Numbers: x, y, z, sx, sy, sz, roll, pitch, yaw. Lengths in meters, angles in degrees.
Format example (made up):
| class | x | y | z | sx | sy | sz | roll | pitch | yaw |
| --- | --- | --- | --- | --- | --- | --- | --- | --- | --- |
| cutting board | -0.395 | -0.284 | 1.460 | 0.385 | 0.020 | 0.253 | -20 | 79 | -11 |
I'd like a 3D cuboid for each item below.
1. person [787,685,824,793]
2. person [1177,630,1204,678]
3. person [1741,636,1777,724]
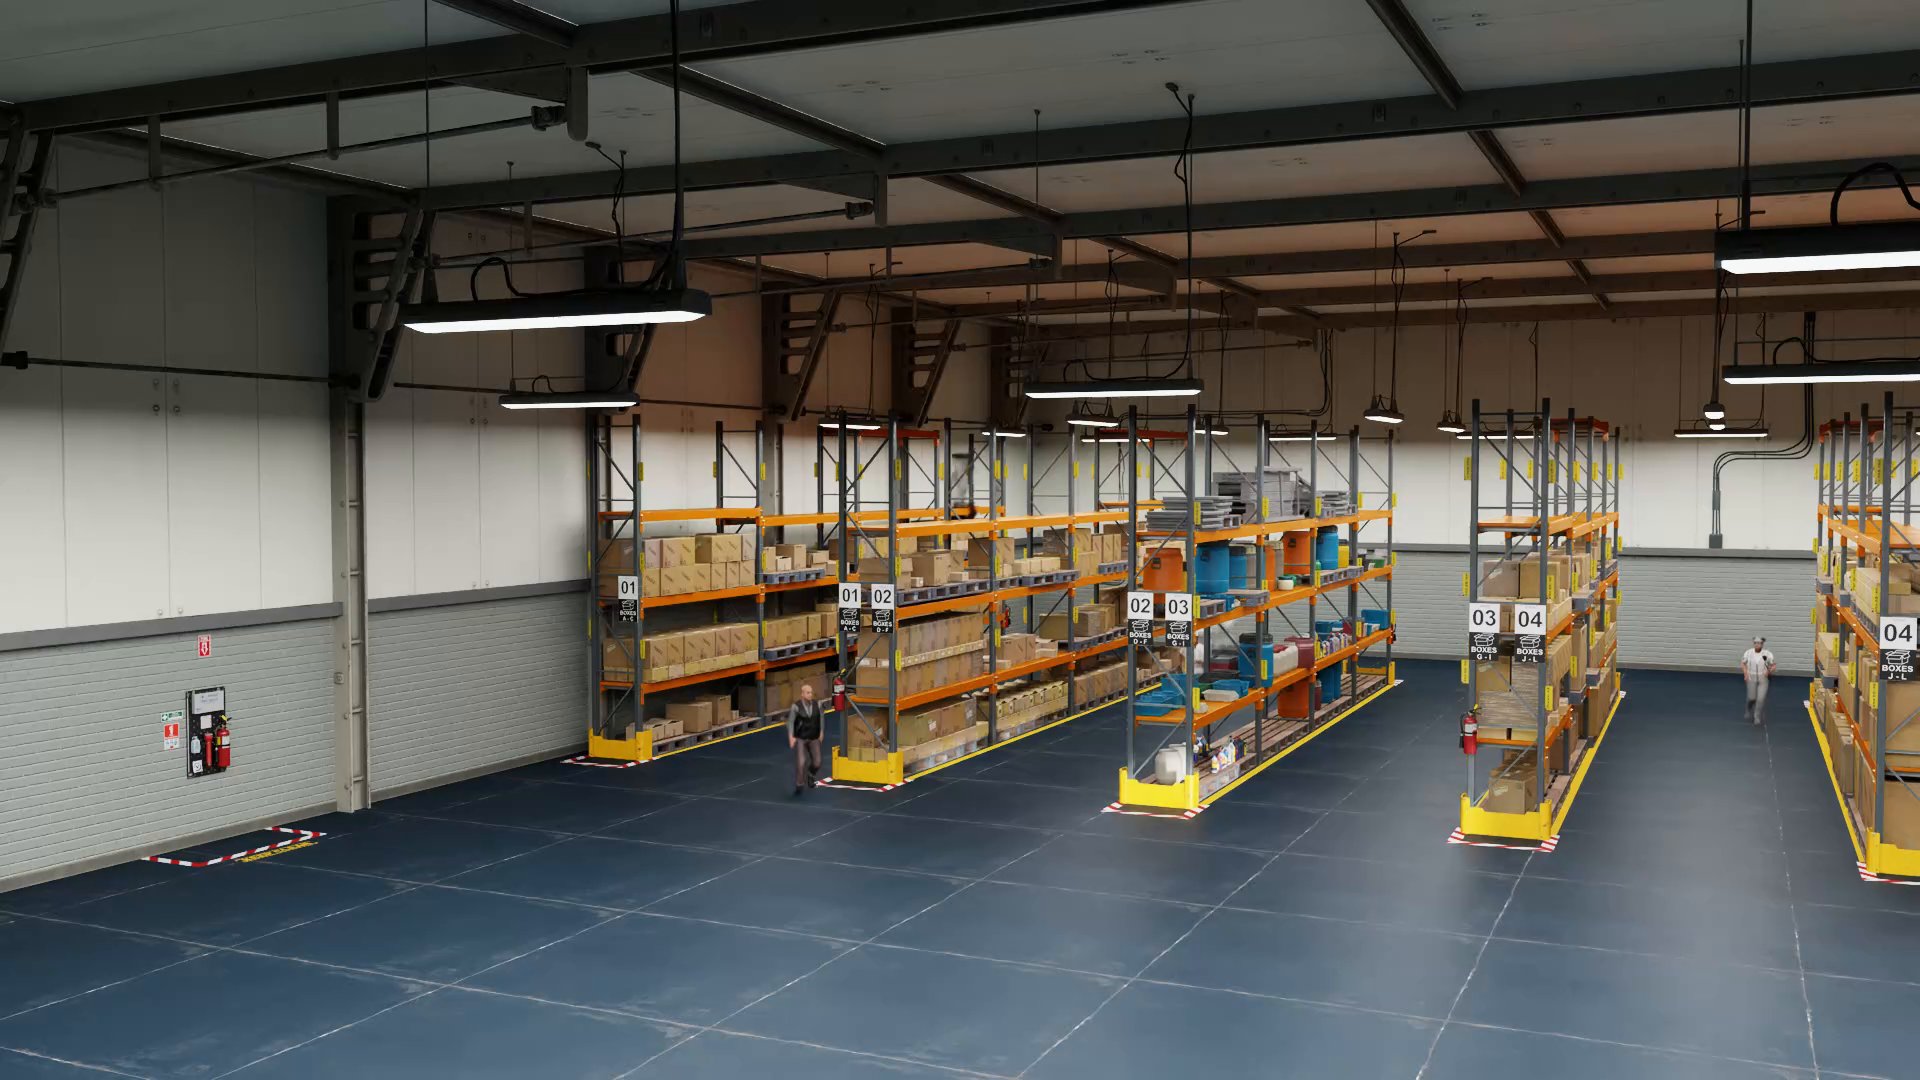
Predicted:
| class | x | y | z | sx | sy | sz | roll | pitch | yaw |
| --- | --- | --- | --- | --- | --- | --- | --- | --- | --- |
| person | -2.417 | 3.099 | 25.998 | 0.675 | 1.686 | 0.608 | -1 | 3 | -23 |
| person | 4.745 | 2.726 | 34.032 | 0.673 | 1.791 | 0.726 | 1 | 3 | 22 |
| person | 15.860 | 2.775 | 33.026 | 0.649 | 1.755 | 0.629 | 1 | 3 | 27 |
